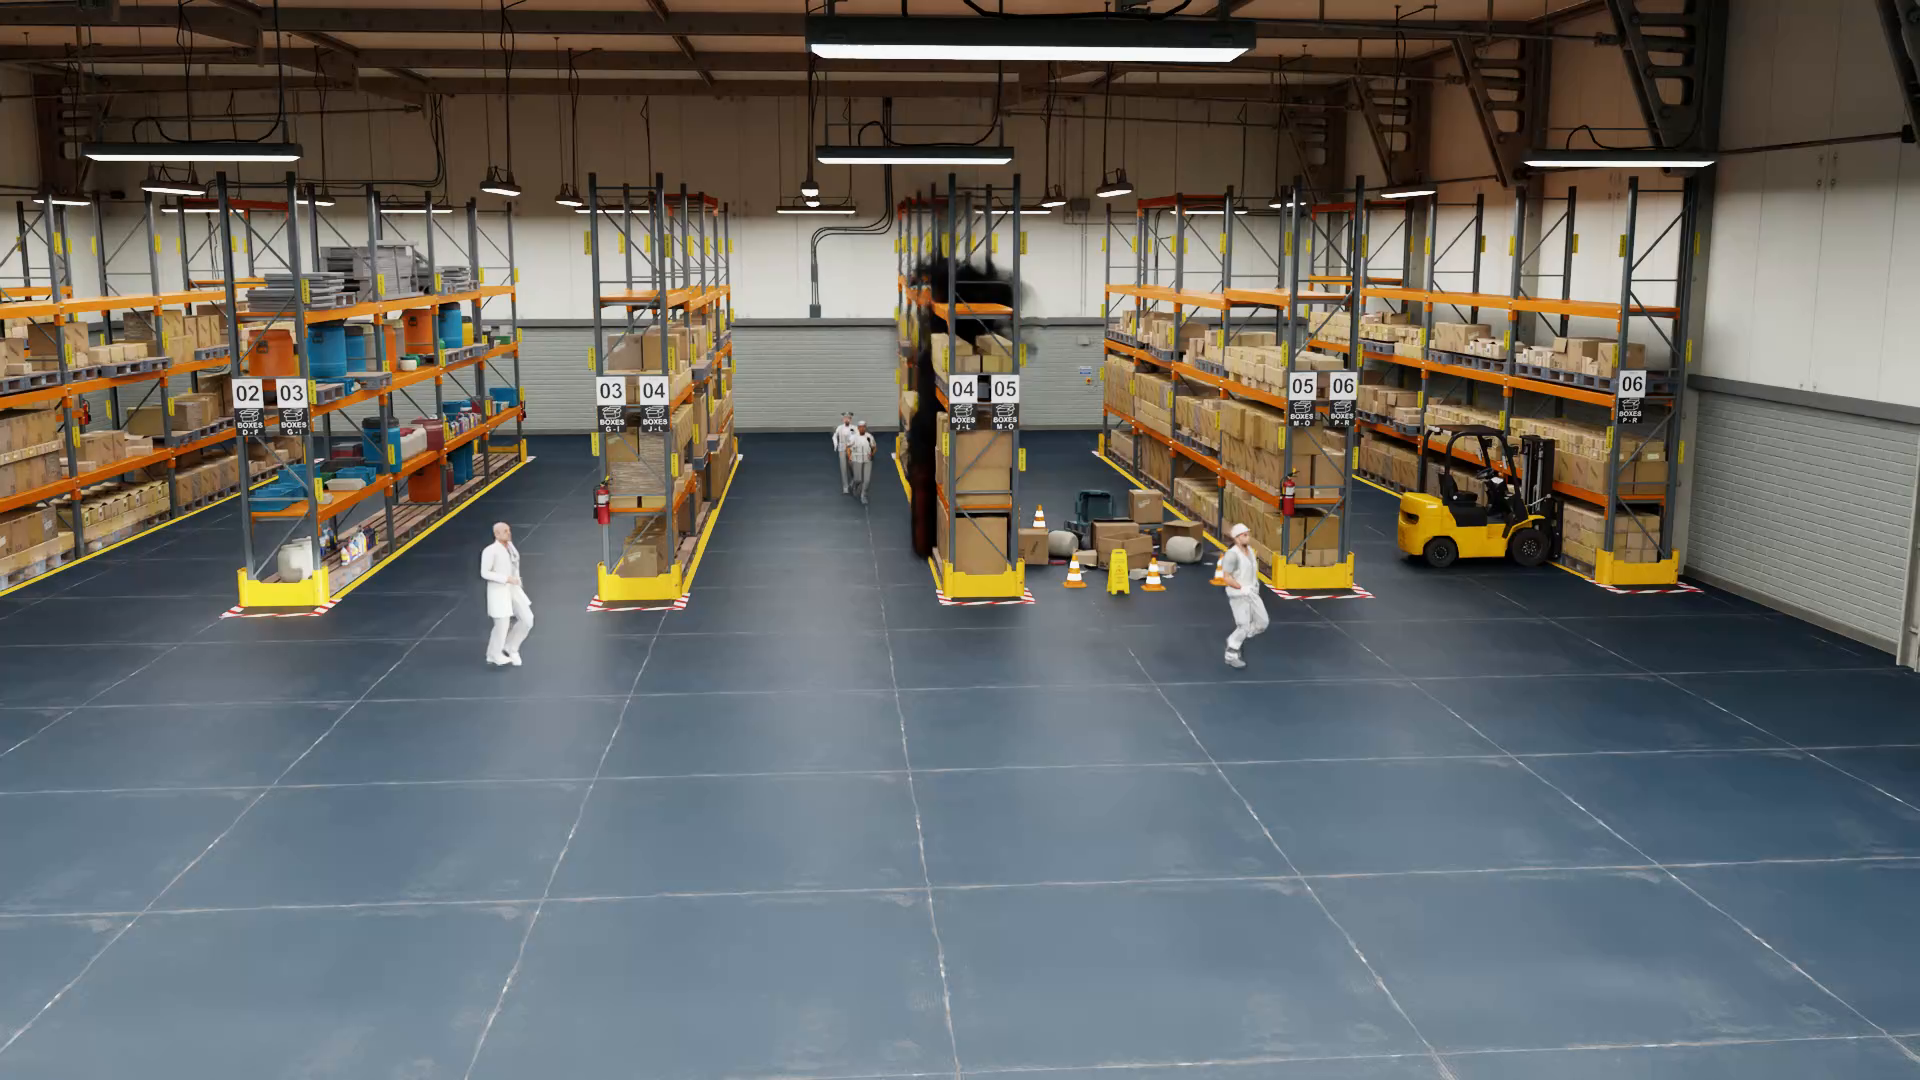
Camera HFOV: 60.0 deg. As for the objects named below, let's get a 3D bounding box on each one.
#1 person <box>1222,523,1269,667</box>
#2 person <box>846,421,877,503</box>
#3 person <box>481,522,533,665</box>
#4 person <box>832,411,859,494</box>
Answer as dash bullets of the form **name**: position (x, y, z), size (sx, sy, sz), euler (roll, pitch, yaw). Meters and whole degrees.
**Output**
- **person**: position (3.421, 0.666, 19.913), size (0.518, 1.742, 0.669), euler (9, 13, 41)
- **person**: position (-1.929, -1.539, 32.784), size (0.615, 1.625, 0.547), euler (-2, 10, -10)
- **person**: position (-5.421, 0.672, 19.890), size (0.731, 1.789, 0.709), euler (5, 11, 28)
- **person**: position (-2.318, -1.815, 34.143), size (0.626, 1.662, 0.791), euler (0, 10, -1)
